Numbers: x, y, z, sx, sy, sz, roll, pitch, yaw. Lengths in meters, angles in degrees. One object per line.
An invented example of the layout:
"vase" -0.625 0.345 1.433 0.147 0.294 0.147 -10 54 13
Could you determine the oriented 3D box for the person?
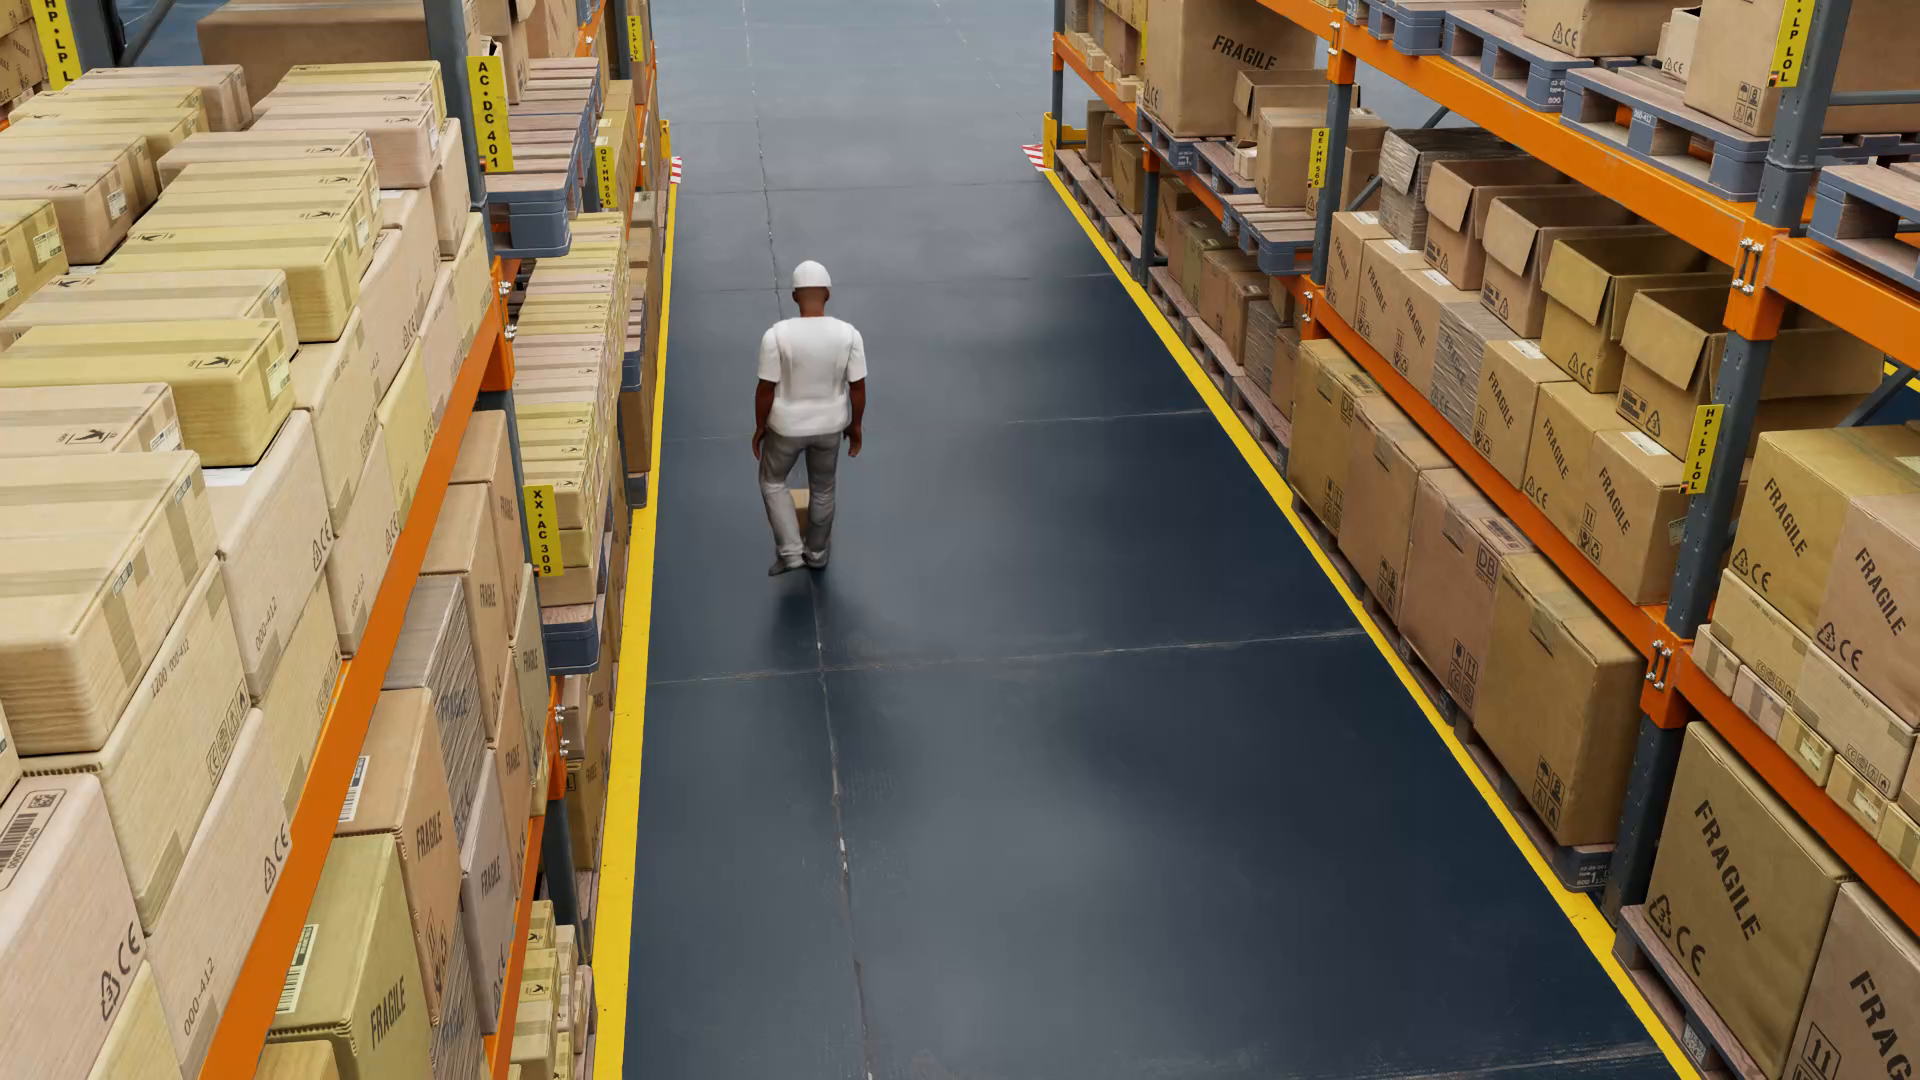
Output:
"person" -0.813 -0.629 8.786 0.606 1.764 0.581 -7 28 -14
